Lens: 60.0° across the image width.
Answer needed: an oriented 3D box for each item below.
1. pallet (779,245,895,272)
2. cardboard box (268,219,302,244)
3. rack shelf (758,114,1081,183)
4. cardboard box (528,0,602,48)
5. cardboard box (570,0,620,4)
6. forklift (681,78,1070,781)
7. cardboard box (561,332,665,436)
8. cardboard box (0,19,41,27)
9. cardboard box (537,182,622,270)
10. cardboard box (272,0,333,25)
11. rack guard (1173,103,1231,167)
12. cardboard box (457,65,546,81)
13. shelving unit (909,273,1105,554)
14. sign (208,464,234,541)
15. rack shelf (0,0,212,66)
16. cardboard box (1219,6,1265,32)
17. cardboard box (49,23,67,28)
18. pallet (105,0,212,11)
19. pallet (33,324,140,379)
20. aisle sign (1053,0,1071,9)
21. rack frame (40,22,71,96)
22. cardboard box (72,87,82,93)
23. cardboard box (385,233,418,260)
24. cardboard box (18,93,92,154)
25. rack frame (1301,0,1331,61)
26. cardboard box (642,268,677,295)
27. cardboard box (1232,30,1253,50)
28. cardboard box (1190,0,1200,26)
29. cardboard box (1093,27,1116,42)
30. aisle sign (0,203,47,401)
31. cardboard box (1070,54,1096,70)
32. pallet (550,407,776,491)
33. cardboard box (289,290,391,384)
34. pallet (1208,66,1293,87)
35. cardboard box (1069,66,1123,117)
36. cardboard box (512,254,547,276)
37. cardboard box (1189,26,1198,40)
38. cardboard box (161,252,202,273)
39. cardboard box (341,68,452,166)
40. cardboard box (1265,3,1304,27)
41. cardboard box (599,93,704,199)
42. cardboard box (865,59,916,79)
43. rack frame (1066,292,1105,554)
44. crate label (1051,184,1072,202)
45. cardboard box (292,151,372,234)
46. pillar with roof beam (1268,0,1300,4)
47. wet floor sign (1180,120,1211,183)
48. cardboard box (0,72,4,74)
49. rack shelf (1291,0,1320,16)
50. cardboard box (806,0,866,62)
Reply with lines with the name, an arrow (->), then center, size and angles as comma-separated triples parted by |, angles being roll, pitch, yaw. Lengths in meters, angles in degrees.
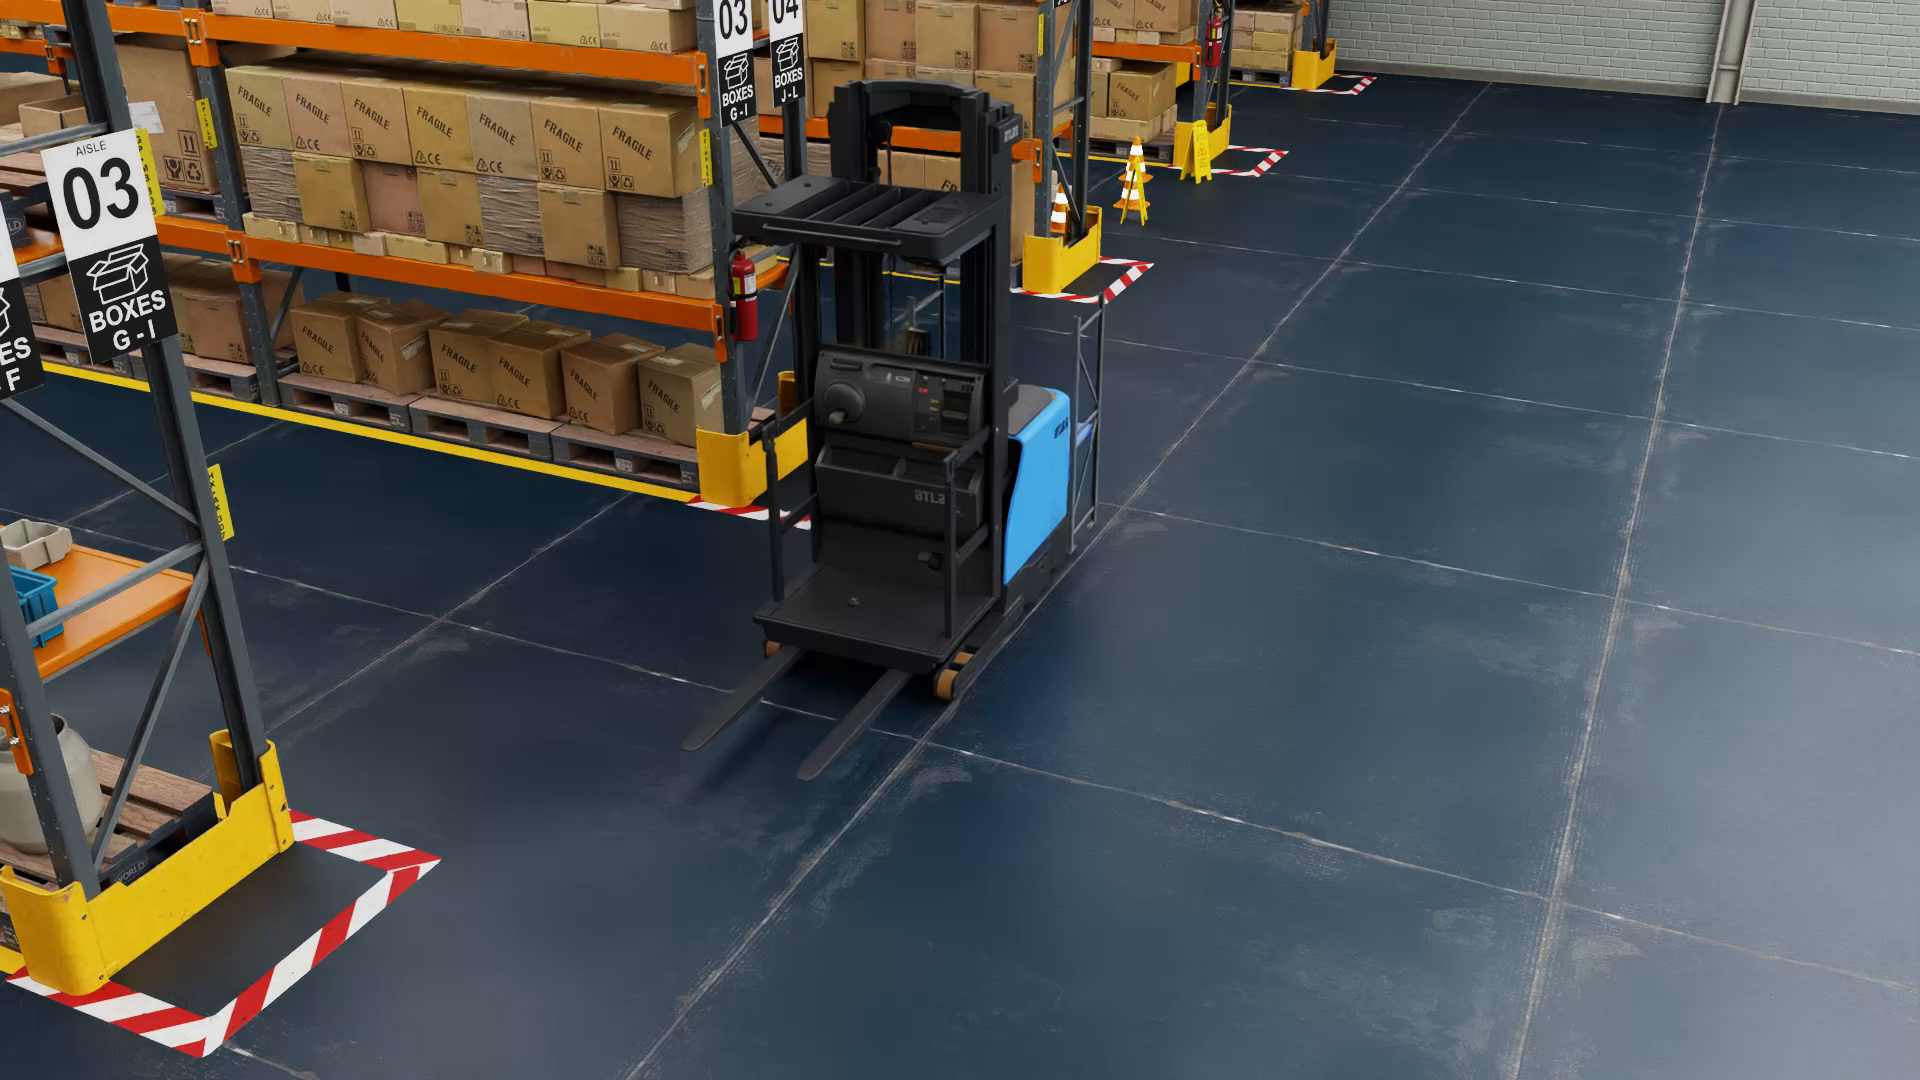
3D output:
pallet -> -0.959, -2.856, 15.812 | 1.213, 0.211, 1.003 | 11, 28, 22
cardboard box -> -4.585, -2.200, 11.608 | 0.250, 0.149, 0.380 | 11, 28, 22
rack shelf -> -0.913, -3.812, 15.411 | 4.000, 0.370, 1.077 | 11, 28, 22
cardboard box -> -2.237, -3.147, 10.021 | 0.500, 0.250, 0.500 | 12, 28, 22
cardboard box -> -2.102, -3.276, 9.831 | 0.250, 0.149, 0.380 | 10, 28, 20
forklift -> -0.400, -0.697, 8.347 | 1.130, 2.935, 3.031 | 11, 28, 21
cardboard box -> -2.357, -1.076, 11.395 | 0.500, 0.500, 0.500 | 20, 33, 35
cardboard box -> -10.573, -6.116, 18.826 | 0.500, 0.500, 0.500 | 11, 28, 22
cardboard box -> -2.231, -2.126, 10.722 | 0.500, 0.500, 0.875 | 11, 28, 22
cardboard box -> -4.091, -3.523, 10.783 | 0.500, 0.250, 0.500 | 11, 28, 21
rack guard -> 2.796, -4.670, 19.169 | 0.348, 0.500, 1.175 | 11, 28, 22
cardboard box -> -2.991, -2.904, 11.171 | 0.500, 0.500, 0.500 | 11, 28, 22
shelving unit -> 0.281, -0.775, 10.126 | 1.048, 1.500, 0.538 | 10, 28, 20
sign -> -3.056, -0.146, 6.837 | 0.005, 0.325, 0.100 | 11, 28, 22
rack shelf -> -6.699, -3.913, 12.220 | 4.000, 0.370, 1.077 | 11, 28, 22
cardboard box -> 3.901, -7.227, 23.039 | 0.500, 0.250, 0.500 | 12, 29, 23
cardboard box -> -9.848, -5.782, 18.406 | 0.250, 0.149, 0.380 | 10, 28, 19
pallet -> -5.396, -3.941, 11.676 | 1.003, 0.211, 1.213 | 11, 28, 22
pallet -> -6.702, -1.637, 13.337 | 1.213, 0.211, 1.003 | 11, 28, 22
aisle sign -> 0.848, -4.802, 13.663 | 0.004, 0.787, 0.394 | 11, 28, 22
rack frame -> -10.016, -5.963, 18.965 | 0.127, 3.000, 1.000 | 11, 28, 22
cardboard box -> -10.244, -5.285, 19.668 | 0.250, 0.149, 0.380 | 13, 29, 24
cardboard box -> -3.659, -2.033, 11.267 | 0.250, 0.149, 0.380 | 11, 28, 22
cardboard box -> -6.495, -3.039, 12.434 | 0.637, 0.503, 0.797 | 15, 30, 27
rack frame -> 4.916, -7.774, 22.644 | 0.127, 3.000, 1.000 | 11, 28, 22
cardboard box -> -1.810, -1.695, 10.582 | 0.250, 0.149, 0.380 | 11, 28, 22
cardboard box -> 3.892, -7.013, 23.169 | 0.500, 0.250, 0.500 | 11, 28, 21
cardboard box -> 2.548, -6.154, 18.904 | 0.500, 0.500, 0.500 | 11, 28, 21
cardboard box -> 1.688, -5.739, 18.796 | 0.250, 0.149, 0.380 | 12, 29, 23
aisle sign -> -3.345, -0.835, 5.607 | 0.004, 0.787, 0.394 | 11, 28, 22
cardboard box -> 1.438, -5.489, 19.057 | 0.250, 0.149, 0.380 | 12, 29, 23
pallet -> -2.031, -0.719, 11.470 | 1.213, 0.211, 1.003 | 11, 28, 22
cardboard box -> -4.531, -1.502, 12.259 | 0.500, 0.500, 0.500 | 10, 28, 20
pallet -> 4.203, -6.646, 23.510 | 1.213, 0.211, 1.003 | 11, 28, 22
cardboard box -> 1.551, -5.205, 19.214 | 0.500, 0.500, 0.500 | 12, 29, 24
cardboard box -> -2.727, -1.871, 10.939 | 0.250, 0.149, 0.380 | 11, 28, 22
cardboard box -> 2.641, -5.810, 18.940 | 0.250, 0.149, 0.380 | 11, 28, 22
cardboard box -> -6.364, -1.918, 13.082 | 0.500, 0.500, 0.700 | 9, 28, 17
cardboard box -> -3.663, -2.784, 10.927 | 0.500, 0.500, 0.500 | 11, 28, 22
cardboard box -> 4.557, -7.342, 23.271 | 0.500, 0.250, 0.500 | 11, 28, 21
cardboard box -> -1.840, -2.421, 10.189 | 0.500, 0.500, 0.500 | 11, 28, 22
cardboard box -> -0.416, -4.130, 15.074 | 0.550, 0.550, 0.875 | 11, 28, 22
rack frame -> 0.752, -0.691, 9.955 | 0.032, 1.500, 0.500 | 10, 28, 20
crate label -> 1.048, -3.664, 17.536 | 0.298, 0.136, 0.250 | -2, 26, -5
cardboard box -> -4.054, -2.490, 11.461 | 0.500, 0.500, 0.875 | 11, 28, 22
pillar with roof beam -> 2.873, -9.224, 18.798 | 0.400, 9.000, 9.100 | 11, 28, 22
wet floor sign -> 2.595, -4.256, 18.165 | 0.232, 0.644, 0.267 | 23, 35, 39
cardboard box -> -11.906, -5.618, 20.343 | 0.250, 0.149, 0.380 | 10, 28, 20
rack shelf -> 3.096, -7.817, 23.546 | 4.000, 0.370, 1.077 | 11, 28, 22
cardboard box -> -0.943, -4.669, 14.945 | 0.500, 0.550, 0.875 | 11, 28, 22
